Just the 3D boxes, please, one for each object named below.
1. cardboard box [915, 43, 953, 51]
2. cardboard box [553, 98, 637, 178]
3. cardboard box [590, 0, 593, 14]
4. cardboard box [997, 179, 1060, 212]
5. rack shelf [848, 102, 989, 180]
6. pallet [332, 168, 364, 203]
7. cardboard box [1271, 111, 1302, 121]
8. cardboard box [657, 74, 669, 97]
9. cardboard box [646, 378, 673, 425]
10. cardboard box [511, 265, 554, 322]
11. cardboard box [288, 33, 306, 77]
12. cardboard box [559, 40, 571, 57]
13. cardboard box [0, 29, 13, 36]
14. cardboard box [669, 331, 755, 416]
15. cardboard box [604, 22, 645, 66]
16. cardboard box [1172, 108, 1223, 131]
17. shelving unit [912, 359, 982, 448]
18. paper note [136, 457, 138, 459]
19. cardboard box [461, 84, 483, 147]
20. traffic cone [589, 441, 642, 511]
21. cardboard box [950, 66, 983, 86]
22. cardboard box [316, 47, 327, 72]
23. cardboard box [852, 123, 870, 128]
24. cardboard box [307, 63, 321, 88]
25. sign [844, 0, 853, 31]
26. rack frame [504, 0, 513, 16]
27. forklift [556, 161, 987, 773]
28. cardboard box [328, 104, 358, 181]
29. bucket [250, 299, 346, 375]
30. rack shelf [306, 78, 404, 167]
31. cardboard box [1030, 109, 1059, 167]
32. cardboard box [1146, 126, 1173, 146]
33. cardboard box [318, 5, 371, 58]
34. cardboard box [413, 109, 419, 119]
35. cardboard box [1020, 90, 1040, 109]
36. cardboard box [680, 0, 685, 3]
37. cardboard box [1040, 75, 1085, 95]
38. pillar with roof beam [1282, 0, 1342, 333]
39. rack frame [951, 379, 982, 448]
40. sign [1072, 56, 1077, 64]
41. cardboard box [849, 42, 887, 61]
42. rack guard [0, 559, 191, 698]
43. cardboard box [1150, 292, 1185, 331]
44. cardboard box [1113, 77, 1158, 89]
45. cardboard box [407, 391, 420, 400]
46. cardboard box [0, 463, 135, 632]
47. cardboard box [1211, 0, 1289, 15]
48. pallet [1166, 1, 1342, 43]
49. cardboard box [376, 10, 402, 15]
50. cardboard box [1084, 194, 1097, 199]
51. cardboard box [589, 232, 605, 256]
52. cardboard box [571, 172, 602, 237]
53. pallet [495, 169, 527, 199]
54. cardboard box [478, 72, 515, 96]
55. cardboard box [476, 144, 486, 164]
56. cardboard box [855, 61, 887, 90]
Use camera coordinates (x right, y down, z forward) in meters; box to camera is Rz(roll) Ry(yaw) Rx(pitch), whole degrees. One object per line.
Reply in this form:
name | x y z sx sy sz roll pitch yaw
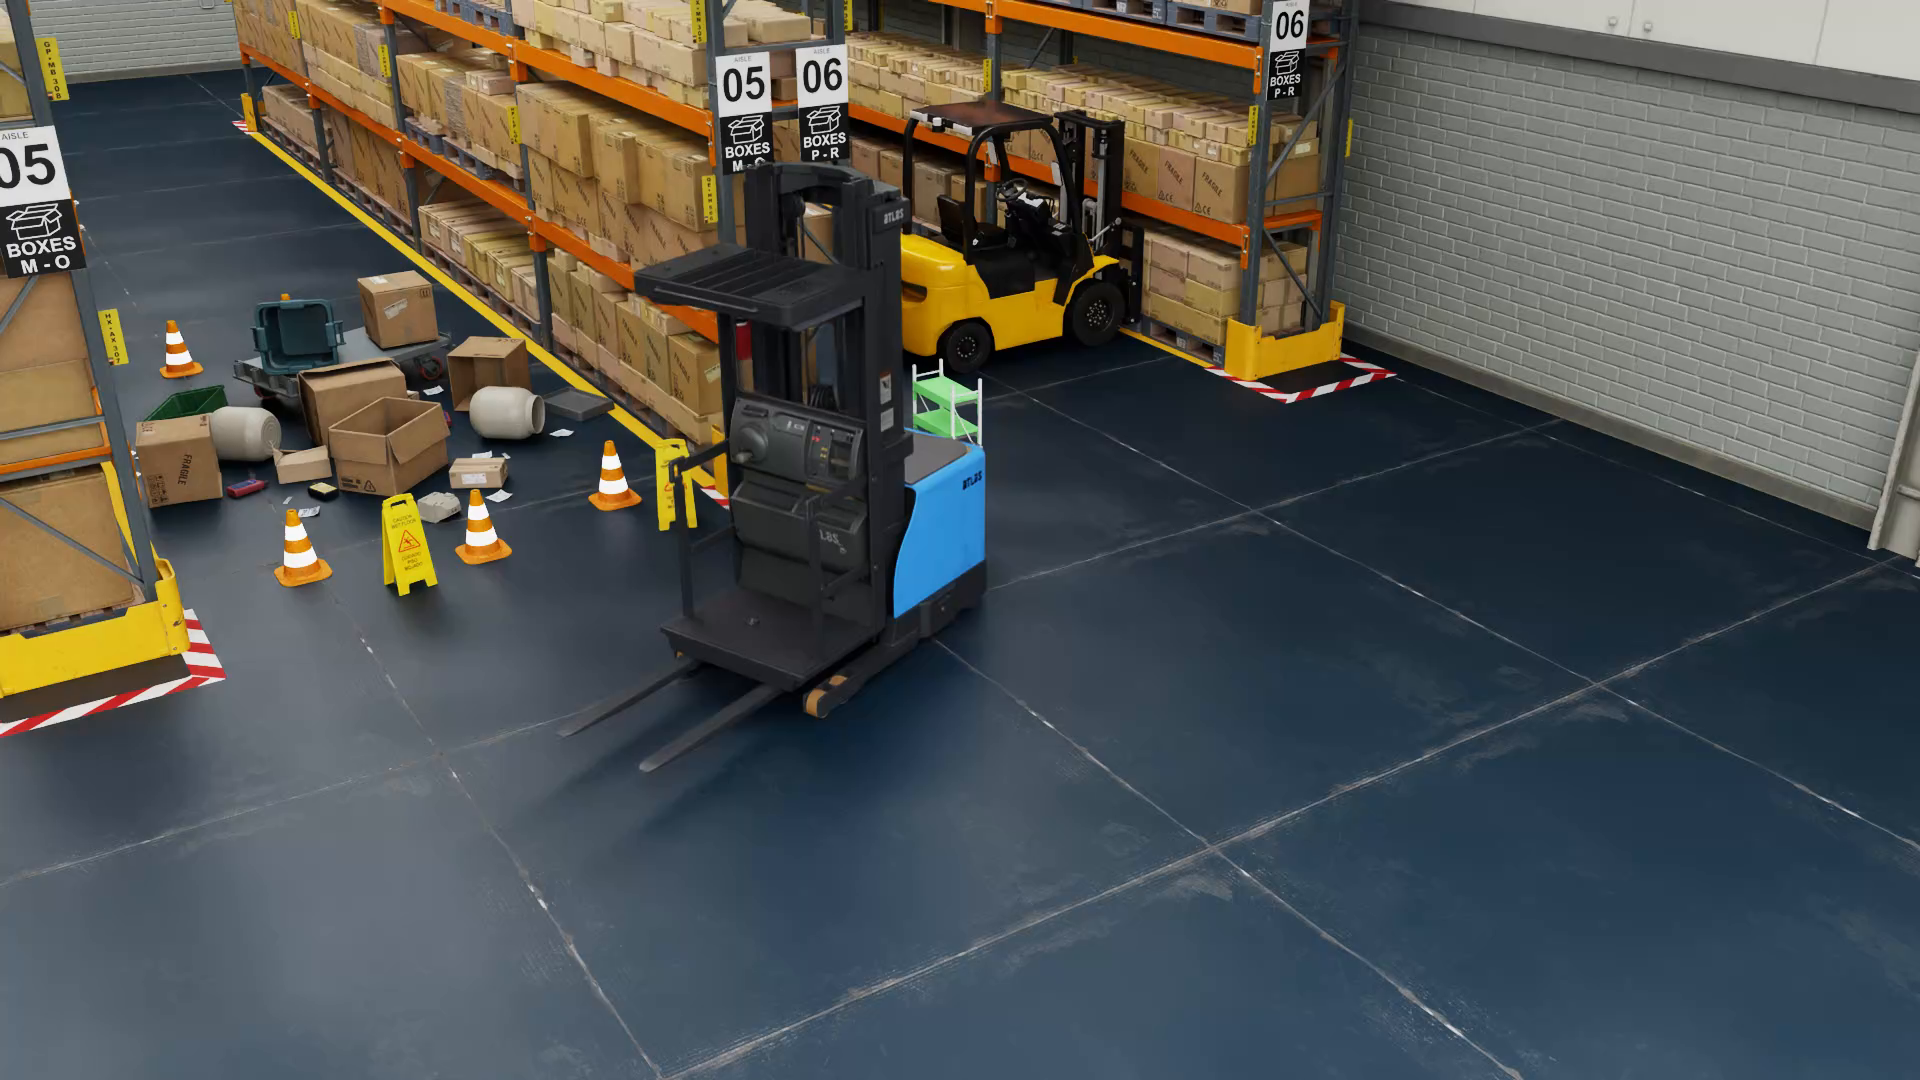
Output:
cardboard box | -0.304 -5.661 19.313 0.380 0.149 0.250 -16 30 -30
cardboard box | -2.856 -3.280 13.511 0.700 0.500 0.500 -16 30 -31
cardboard box | -2.611 -4.108 12.747 0.380 0.149 0.250 -15 29 -29
cardboard box | 0.731 -3.541 17.257 0.500 0.250 0.500 -16 30 -30
rack shelf | -0.362 -4.778 19.163 1.077 0.370 4.000 -16 29 -30
pallet | -7.310 -4.572 21.150 1.003 0.211 1.213 -16 29 -30
cardboard box | 2.816 -3.710 14.833 0.380 0.149 0.250 -14 29 -28
cardboard box | -1.952 -3.289 11.947 0.380 0.149 0.250 -15 29 -28
cardboard box | -2.186 -1.160 13.384 0.500 0.250 0.500 -15 29 -29
cardboard box | -3.715 -2.419 15.909 0.950 0.372 0.625 -15 29 -29
cardboard box | -8.261 -6.243 21.306 0.500 0.500 0.500 -15 29 -29
cardboard box | -3.035 -4.036 13.529 0.380 0.149 0.250 -15 29 -28
cardboard box | -5.387 -2.732 9.223 0.380 0.149 0.250 -15 29 -29
cardboard box | -1.899 -1.311 12.826 0.500 0.500 0.500 -15 29 -29
cardboard box | -2.309 -3.708 12.366 0.500 0.250 0.500 -15 29 -28
cardboard box | 2.142 -3.784 14.990 0.380 0.149 0.250 -15 29 -29
shelving unit | -0.090 -0.602 11.582 0.258 1.200 0.503 -16 29 -30
paper note | -6.393 -0.669 13.092 0.142 0.020 0.147 7 26 15
cardboard box | -4.420 -4.075 15.873 0.500 0.500 0.500 -14 29 -28
traffic cone | -2.559 -0.505 12.241 0.336 0.463 0.334 -16 29 -30
cardboard box | 0.112 -4.985 17.882 0.380 0.149 0.250 -16 29 -30
cardboard box | -7.482 -5.847 20.174 0.500 0.250 0.500 -15 29 -29
cardboard box | -1.449 -5.095 21.427 0.500 0.500 0.500 -14 29 -28
cardboard box | -7.775 -5.805 20.671 0.500 0.250 0.500 -16 30 -31
sign | -0.789 -3.678 11.452 0.100 0.325 0.005 -16 29 -30
rack frame | -3.427 -5.943 13.761 1.000 3.000 0.127 -16 29 -30
forklift | -1.063 -0.533 9.408 1.130 2.935 3.031 16 30 30
cardboard box | -7.389 -5.118 21.036 0.875 0.875 0.875 -15 29 -28
bucket | -5.513 -1.736 13.930 0.726 0.611 0.620 -6 16 -12
rack shelf | -6.702 -5.051 19.741 1.077 0.370 4.000 -16 29 -30
cardboard box | 1.052 -4.032 16.622 0.500 0.500 0.500 -15 29 -29
cardboard box | 1.924 -3.722 15.207 0.380 0.149 0.250 -17 30 -31
cardboard box | -7.222 -6.009 19.639 0.500 0.500 0.500 -16 30 -31
cardboard box | -5.589 -4.578 17.698 0.380 0.149 0.250 -17 30 -32
cardboard box | 0.826 -4.459 16.768 0.380 0.149 0.250 -15 29 -28
cardboard box | -2.071 -4.129 12.792 0.380 0.149 0.250 -15 29 -29
cardboard box | 1.020 -4.517 16.541 0.380 0.149 0.250 -16 30 -31
pillar with roof beam | -0.318 -5.126 12.030 9.100 9.000 0.400 -16 29 -30
rack frame | 0.043 -0.515 11.397 0.240 1.200 0.015 -16 29 -30
sign | 1.194 -4.945 17.568 0.100 0.325 0.005 -16 29 -30
cardboard box | -1.065 -5.703 19.403 0.380 0.149 0.250 -15 29 -29
rack guard | -5.322 0.529 10.006 1.175 0.500 0.348 -16 29 -30
cardboard box | 2.129 -2.179 15.543 0.500 0.250 0.500 -16 29 -30
cardboard box | 1.729 -4.454 16.409 0.380 0.149 0.250 -16 30 -30
cardboard box | -4.780 -1.202 13.948 0.396 0.266 0.258 7 26 15
cardboard box | -5.761 -0.066 10.336 0.875 0.875 0.875 -15 29 -29
cardboard box | 2.468 -4.696 13.906 0.500 0.500 0.500 -14 29 -28
pallet | 2.549 -4.533 14.391 1.003 0.211 1.213 -16 29 -30
cardboard box | -6.496 -5.937 19.486 0.500 0.500 0.500 -15 29 -29
cardboard box | 1.450 -3.478 17.124 0.500 0.250 0.500 -16 30 -30
cardboard box | -2.833 -2.469 13.724 0.380 0.149 0.250 -15 29 -29
cardboard box | -2.864 -2.831 13.730 0.500 0.500 0.500 -16 30 -30
pallet | -3.722 -3.451 15.733 1.003 0.211 1.213 -16 29 -30
cardboard box | -4.255 -4.249 15.482 0.380 0.149 0.250 -17 30 -31
cardboard box | -4.381 -3.699 15.836 0.380 0.149 0.250 -15 29 -29
cardboard box | -0.873 -5.391 19.208 0.500 0.250 0.500 -16 30 -31
